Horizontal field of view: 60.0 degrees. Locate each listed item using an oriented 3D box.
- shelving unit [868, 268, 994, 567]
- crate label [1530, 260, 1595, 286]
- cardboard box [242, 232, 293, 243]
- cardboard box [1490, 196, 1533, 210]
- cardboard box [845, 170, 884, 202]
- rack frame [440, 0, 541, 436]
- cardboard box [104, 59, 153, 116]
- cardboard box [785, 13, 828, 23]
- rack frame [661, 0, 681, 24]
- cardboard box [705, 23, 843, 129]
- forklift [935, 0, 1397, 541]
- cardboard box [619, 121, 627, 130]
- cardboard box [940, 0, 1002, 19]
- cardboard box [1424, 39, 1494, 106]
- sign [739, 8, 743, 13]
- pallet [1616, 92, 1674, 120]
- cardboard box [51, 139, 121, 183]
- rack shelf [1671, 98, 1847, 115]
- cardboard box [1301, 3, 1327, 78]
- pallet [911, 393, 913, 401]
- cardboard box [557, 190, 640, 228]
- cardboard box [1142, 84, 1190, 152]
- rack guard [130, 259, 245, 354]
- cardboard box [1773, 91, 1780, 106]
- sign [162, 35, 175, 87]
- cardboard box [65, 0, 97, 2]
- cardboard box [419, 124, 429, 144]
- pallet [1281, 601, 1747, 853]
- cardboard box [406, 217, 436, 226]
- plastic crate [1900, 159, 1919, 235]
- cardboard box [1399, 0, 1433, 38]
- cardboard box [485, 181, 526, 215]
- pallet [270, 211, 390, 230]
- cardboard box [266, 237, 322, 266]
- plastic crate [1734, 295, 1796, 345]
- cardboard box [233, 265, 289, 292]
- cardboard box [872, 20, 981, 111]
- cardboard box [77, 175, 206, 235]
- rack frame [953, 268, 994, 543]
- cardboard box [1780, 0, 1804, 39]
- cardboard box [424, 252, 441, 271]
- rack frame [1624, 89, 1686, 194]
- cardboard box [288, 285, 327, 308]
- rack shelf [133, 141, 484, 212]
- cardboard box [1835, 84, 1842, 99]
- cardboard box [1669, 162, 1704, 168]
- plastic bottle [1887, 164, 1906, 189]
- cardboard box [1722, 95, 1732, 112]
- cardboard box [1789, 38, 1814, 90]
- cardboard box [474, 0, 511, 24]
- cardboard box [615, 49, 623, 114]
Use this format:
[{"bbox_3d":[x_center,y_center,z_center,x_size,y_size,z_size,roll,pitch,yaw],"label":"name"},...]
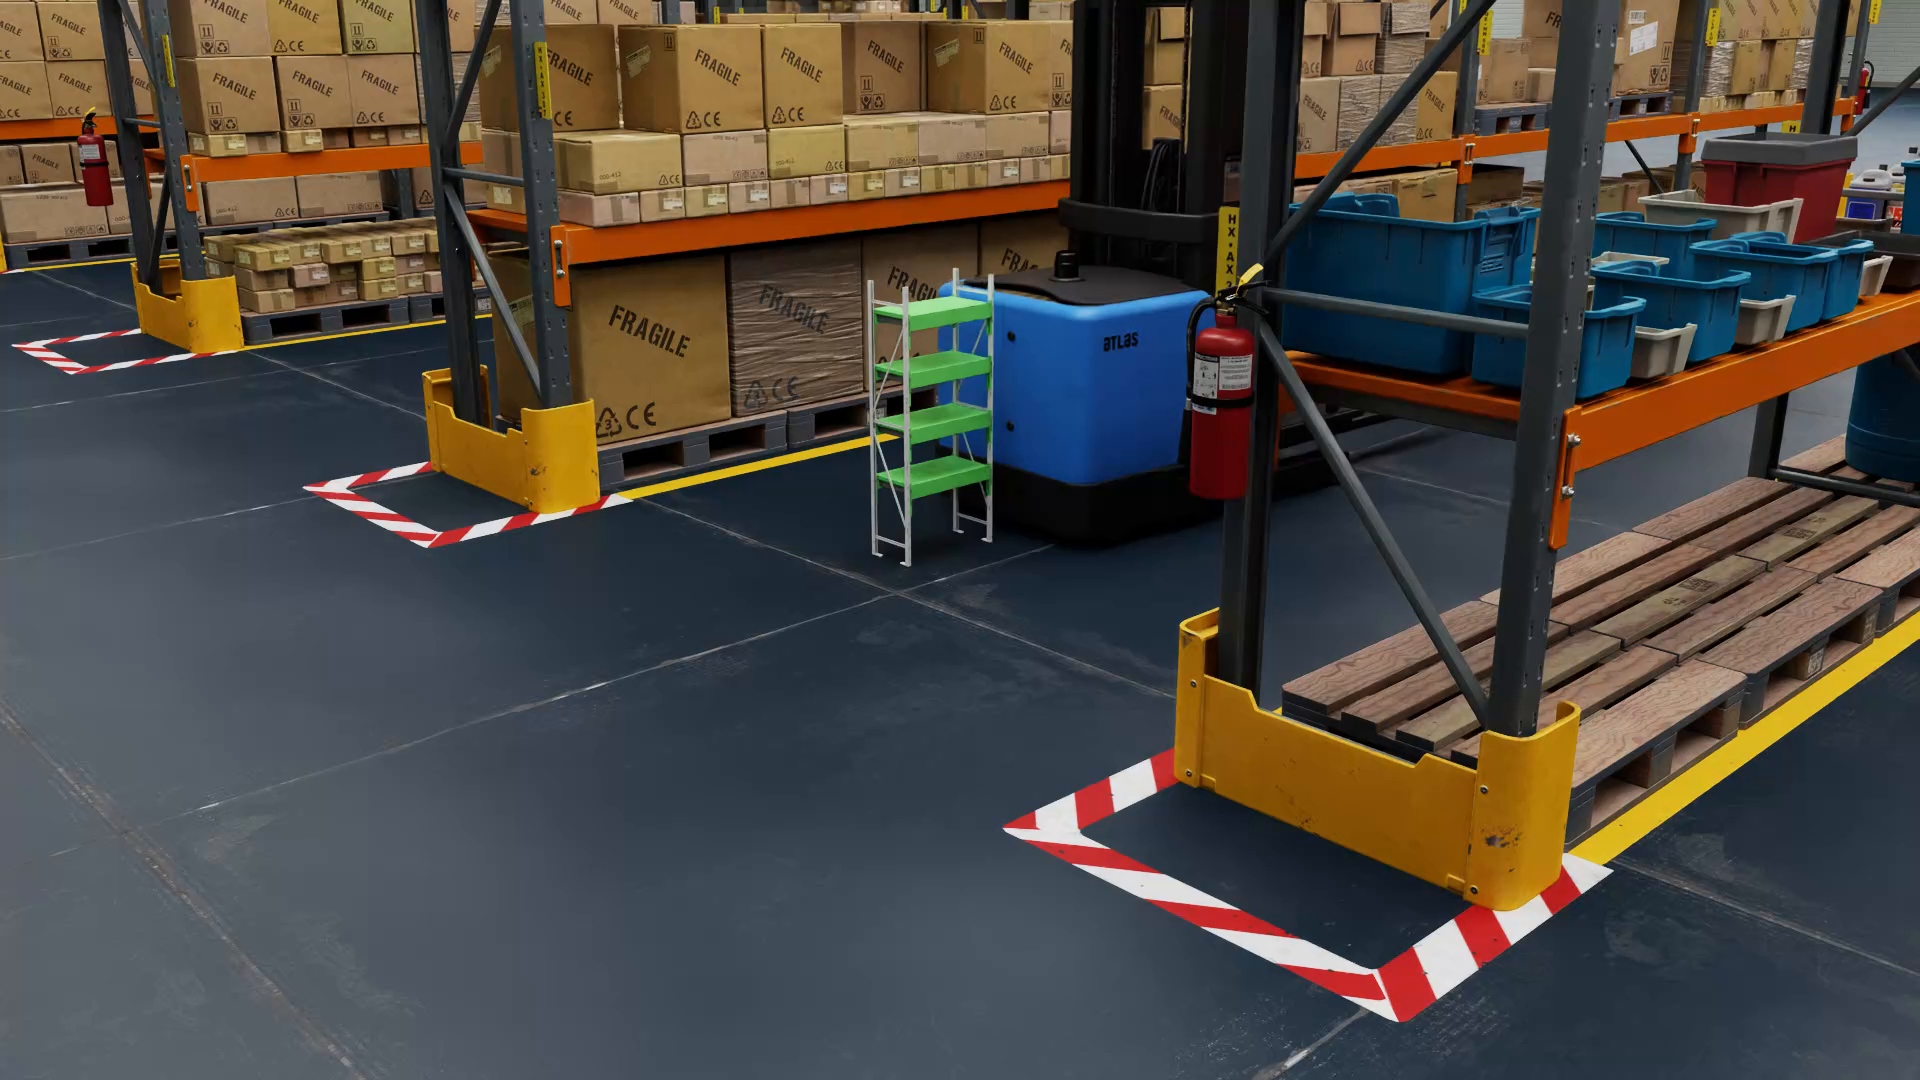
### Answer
[{"bbox_3d":[-0.120,-0.536,7.191,0.503,1.200,0.258,-16,24,-41],"label":"shelving unit"},{"bbox_3d":[2.051,-0.843,5.551,0.243,0.136,0.396,-16,24,-41],"label":"crate label"},{"bbox_3d":[-5.128,-2.182,12.329,0.250,0.149,0.380,-16,24,-40],"label":"cardboard box"},{"bbox_3d":[4.454,-2.696,14.275,0.700,0.500,0.500,15,24,39],"label":"cardboard box"},{"bbox_3d":[-0.625,-1.922,8.955,0.250,0.149,0.380,-17,25,-42],"label":"cardboard box"},{"bbox_3d":[-2.228,-1.714,7.908,0.053,2.616,0.949,-16,24,-41],"label":"rack frame"},{"bbox_3d":[-7.758,-4.236,15.526,0.500,0.500,0.500,-16,24,-41],"label":"cardboard box"},{"bbox_3d":[-1.981,-6.288,20.689,0.500,0.500,0.500,-16,24,-40],"label":"cardboard box"},{"bbox_3d":[-2.654,-3.694,14.015,0.127,3.000,1.000,-16,24,-41],"label":"rack frame"},{"bbox_3d":[-0.956,-2.399,8.564,0.500,0.500,0.500,-17,25,-42],"label":"cardboard box"},{"bbox_3d":[1.326,-1.748,8.123,3.031,2.935,1.130,-15,23,-38],"label":"forklift"},{"bbox_3d":[-1.687,-2.053,8.715,0.500,0.250,0.500,-17,24,-42],"label":"cardboard box"},{"bbox_3d":[0.153,-7.186,22.521,0.500,0.500,0.700,-17,24,-41],"label":"cardboard box"},{"bbox_3d":[3.952,-3.779,13.435,0.500,0.500,0.500,14,23,37],"label":"cardboard box"},{"bbox_3d":[-3.349,-7.982,25.492,0.005,0.325,0.100,-16,24,-41],"label":"sign"},{"bbox_3d":[5.838,-4.036,15.379,1.213,0.211,1.003,-16,24,-41],"label":"pallet"},{"bbox_3d":[-10.536,-4.557,20.049,0.700,0.500,0.500,17,24,42],"label":"cardboard box"},{"bbox_3d":[7.946,-4.431,17.137,3.809,0.124,0.919,-16,24,-41],"label":"rack shelf"},{"bbox_3d":[2.086,-3.501,11.631,0.637,0.503,0.797,-15,23,-39],"label":"cardboard box"},{"bbox_3d":[0.074,-1.091,10.508,1.213,0.211,1.003,-16,24,-41],"label":"pallet"},{"bbox_3d":[-1.741,-1.595,7.949,0.250,0.149,0.380,-16,24,-40],"label":"cardboard box"},{"bbox_3d":[1.186,-2.650,10.633,0.500,0.500,0.500,-16,24,-41],"label":"cardboard box"},{"bbox_3d":[-5.505,-1.673,11.836,0.348,0.500,1.175,-16,24,-41],"label":"rack guard"},{"bbox_3d":[8.087,-4.499,16.904,0.250,0.149,0.380,-16,24,-41],"label":"cardboard box"},{"bbox_3d":[-5.188,-3.137,10.892,0.005,0.325,0.100,-16,24,-41],"label":"sign"},{"bbox_3d":[-7.999,-4.940,15.022,0.380,0.149,0.250,17,25,42],"label":"cardboard box"},{"bbox_3d":[-4.001,-3.064,12.479,0.250,0.149,0.380,-15,23,-39],"label":"cardboard box"},{"bbox_3d":[1.803,0.557,5.425,1.213,0.211,1.003,-16,24,-41],"label":"pallet"},{"bbox_3d":[-4.200,-2.469,13.212,0.250,0.149,0.380,-16,24,-41],"label":"cardboard box"},{"bbox_3d":[3.978,-1.297,6.549,0.575,0.384,0.392,-16,24,-41],"label":"plastic crate"},{"bbox_3d":[5.433,-6.615,21.029,0.550,0.550,0.875,-16,24,-41],"label":"cardboard box"},{"bbox_3d":[-2.194,-1.743,8.405,0.250,0.149,0.380,-16,24,-40],"label":"cardboard box"},{"bbox_3d":[-6.735,-3.312,17.357,1.213,0.211,1.003,-16,24,-41],"label":"pallet"},{"bbox_3d":[-4.829,-2.093,12.055,0.250,0.149,0.380,-16,24,-40],"label":"cardboard box"},{"bbox_3d":[2.365,-0.678,5.044,0.298,0.136,0.250,-16,24,-41],"label":"plastic crate"},{"bbox_3d":[-5.003,-1.885,11.894,0.250,0.149,0.380,-15,23,-39],"label":"cardboard box"},{"bbox_3d":[-0.207,-2.841,9.929,0.500,0.500,0.500,-16,24,-41],"label":"cardboard box"},{"bbox_3d":[-7.965,-3.273,16.191,0.875,0.438,0.875,-15,24,-39],"label":"cardboard box"},{"bbox_3d":[0.057,-0.587,7.351,0.015,1.200,0.240,-16,24,-41],"label":"rack frame"},{"bbox_3d":[8.076,-5.280,16.640,0.500,0.500,0.500,-16,24,-41],"label":"cardboard box"},{"bbox_3d":[-4.091,-2.176,12.793,0.250,0.149,0.380,-15,23,-38],"label":"cardboard box"},{"bbox_3d":[6.491,-4.257,15.751,0.053,2.616,0.949,-16,24,-41],"label":"rack frame"},{"bbox_3d":[-4.826,-1.803,12.124,0.250,0.149,0.380,-16,24,-41],"label":"cardboard box"},{"bbox_3d":[-4.107,-2.928,12.819,4.000,0.370,1.077,-16,24,-41],"label":"rack shelf"},{"bbox_3d":[9.334,-4.878,18.073,0.250,0.149,0.380,-16,24,-41],"label":"cardboard box"},{"bbox_3d":[7.619,-3.615,17.143,0.500,0.500,0.500,15,23,39],"label":"cardboard box"},{"bbox_3d":[4.413,-1.625,7.836,0.135,0.276,0.152,-16,24,-41],"label":"plastic bottle"},{"bbox_3d":[7.209,-4.224,16.057,0.250,0.149,0.380,-16,24,-41],"label":"cardboard box"},{"bbox_3d":[8.307,-4.953,17.255,0.500,0.500,0.875,-16,24,-41],"label":"cardboard box"},{"bbox_3d":[-3.563,-3.983,12.639,0.500,0.500,0.500,-15,24,-39],"label":"cardboard box"},{"bbox_3d":[-2.811,-3.717,13.442,0.500,0.500,0.500,-16,24,-41],"label":"cardboard box"}]
